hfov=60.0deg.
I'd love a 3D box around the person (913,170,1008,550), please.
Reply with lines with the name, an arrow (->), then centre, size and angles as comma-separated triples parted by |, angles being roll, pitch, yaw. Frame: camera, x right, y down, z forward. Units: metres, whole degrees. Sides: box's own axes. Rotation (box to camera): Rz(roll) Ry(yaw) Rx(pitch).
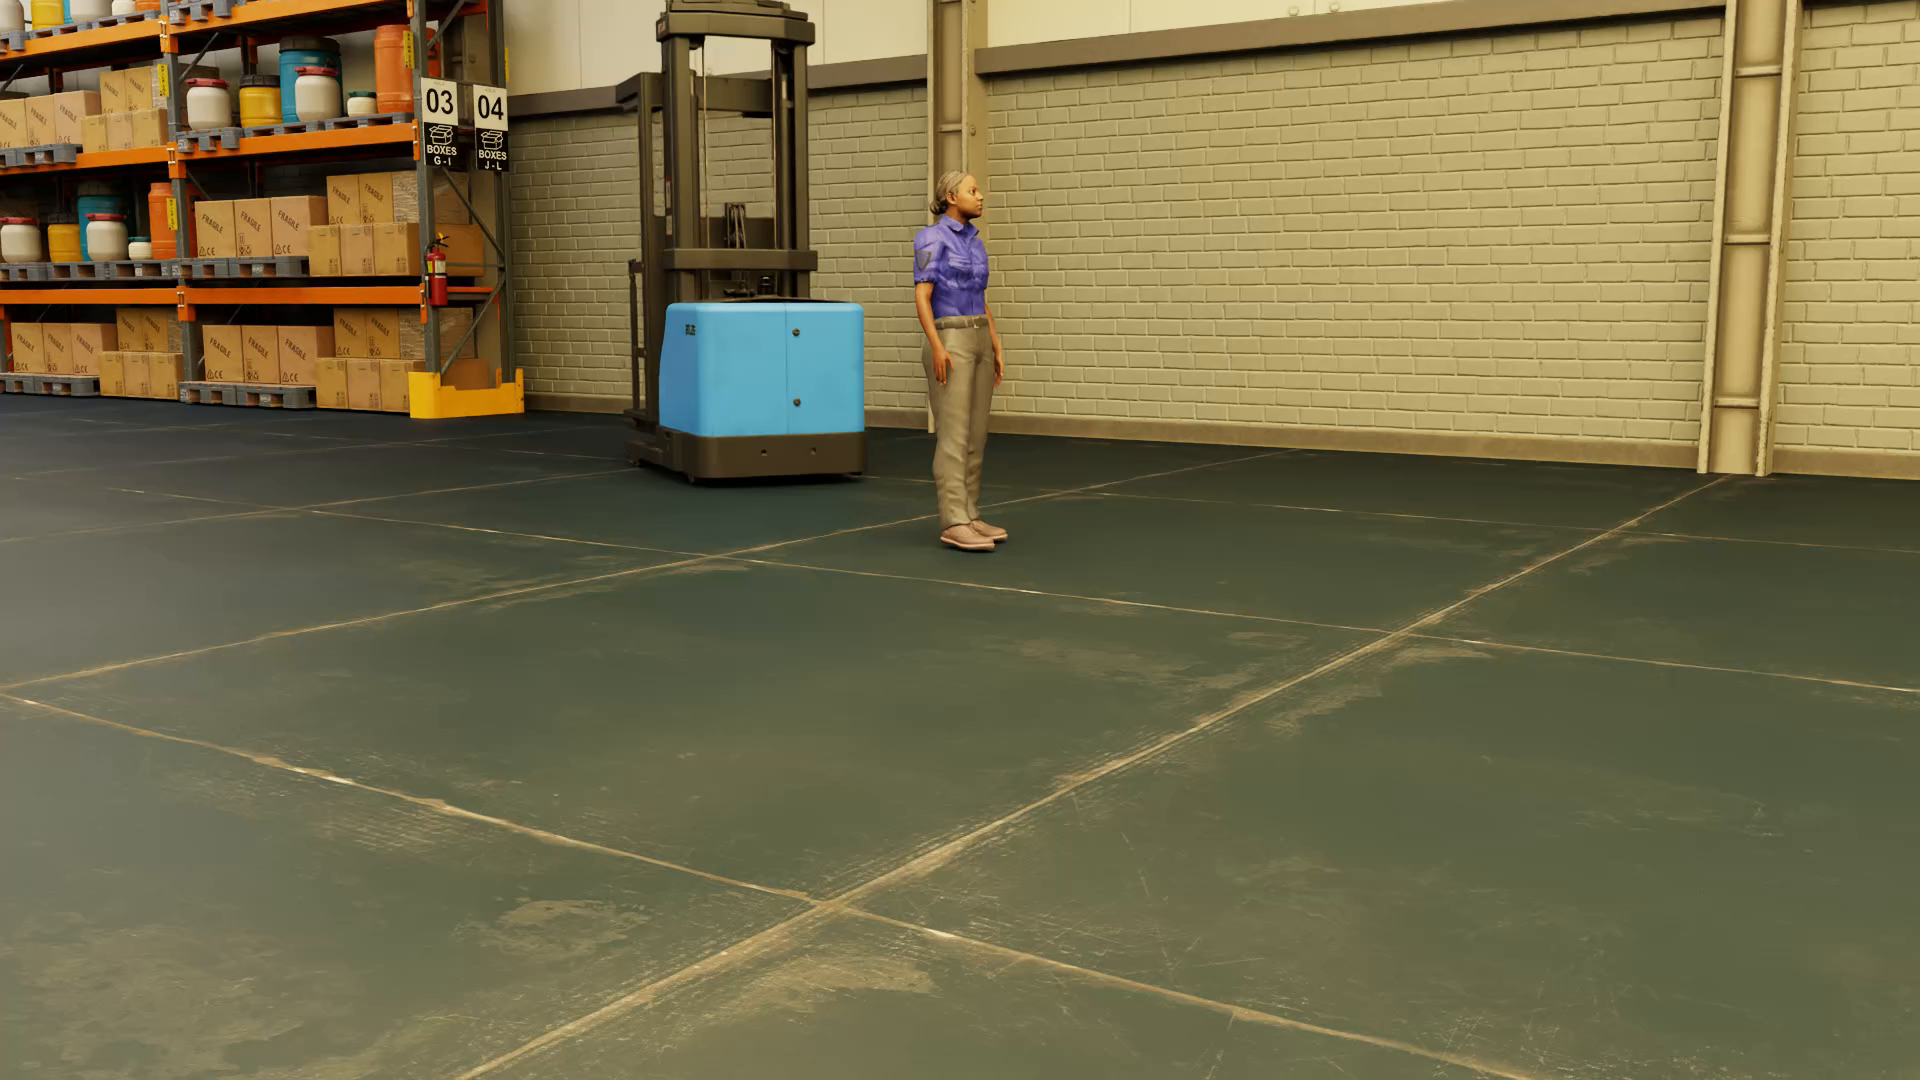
person -> 0.062, -0.817, 7.422 | 0.503, 1.656, 0.570 | 5, 10, 34

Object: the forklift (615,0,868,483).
forklift -> -1.609, -1.955, 10.943 | 1.130, 2.935, 3.031 | -4, 9, -23
